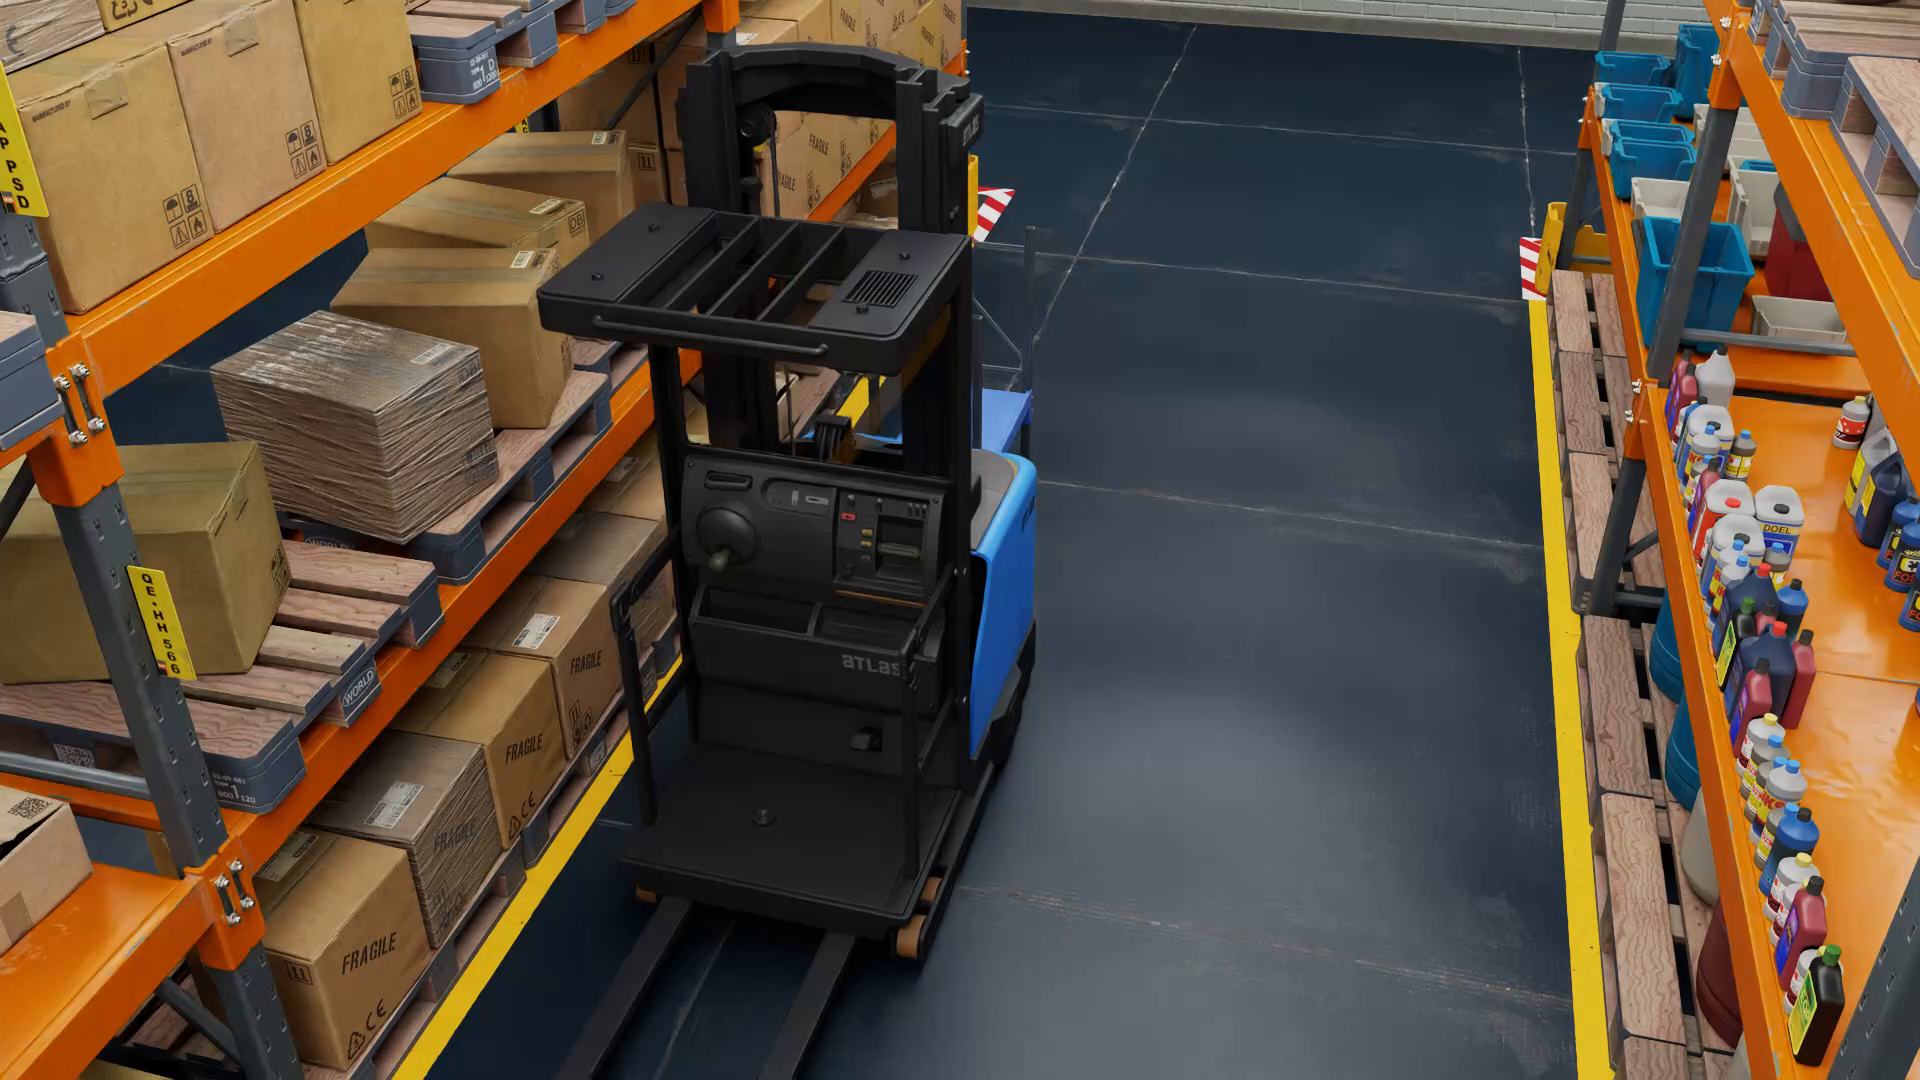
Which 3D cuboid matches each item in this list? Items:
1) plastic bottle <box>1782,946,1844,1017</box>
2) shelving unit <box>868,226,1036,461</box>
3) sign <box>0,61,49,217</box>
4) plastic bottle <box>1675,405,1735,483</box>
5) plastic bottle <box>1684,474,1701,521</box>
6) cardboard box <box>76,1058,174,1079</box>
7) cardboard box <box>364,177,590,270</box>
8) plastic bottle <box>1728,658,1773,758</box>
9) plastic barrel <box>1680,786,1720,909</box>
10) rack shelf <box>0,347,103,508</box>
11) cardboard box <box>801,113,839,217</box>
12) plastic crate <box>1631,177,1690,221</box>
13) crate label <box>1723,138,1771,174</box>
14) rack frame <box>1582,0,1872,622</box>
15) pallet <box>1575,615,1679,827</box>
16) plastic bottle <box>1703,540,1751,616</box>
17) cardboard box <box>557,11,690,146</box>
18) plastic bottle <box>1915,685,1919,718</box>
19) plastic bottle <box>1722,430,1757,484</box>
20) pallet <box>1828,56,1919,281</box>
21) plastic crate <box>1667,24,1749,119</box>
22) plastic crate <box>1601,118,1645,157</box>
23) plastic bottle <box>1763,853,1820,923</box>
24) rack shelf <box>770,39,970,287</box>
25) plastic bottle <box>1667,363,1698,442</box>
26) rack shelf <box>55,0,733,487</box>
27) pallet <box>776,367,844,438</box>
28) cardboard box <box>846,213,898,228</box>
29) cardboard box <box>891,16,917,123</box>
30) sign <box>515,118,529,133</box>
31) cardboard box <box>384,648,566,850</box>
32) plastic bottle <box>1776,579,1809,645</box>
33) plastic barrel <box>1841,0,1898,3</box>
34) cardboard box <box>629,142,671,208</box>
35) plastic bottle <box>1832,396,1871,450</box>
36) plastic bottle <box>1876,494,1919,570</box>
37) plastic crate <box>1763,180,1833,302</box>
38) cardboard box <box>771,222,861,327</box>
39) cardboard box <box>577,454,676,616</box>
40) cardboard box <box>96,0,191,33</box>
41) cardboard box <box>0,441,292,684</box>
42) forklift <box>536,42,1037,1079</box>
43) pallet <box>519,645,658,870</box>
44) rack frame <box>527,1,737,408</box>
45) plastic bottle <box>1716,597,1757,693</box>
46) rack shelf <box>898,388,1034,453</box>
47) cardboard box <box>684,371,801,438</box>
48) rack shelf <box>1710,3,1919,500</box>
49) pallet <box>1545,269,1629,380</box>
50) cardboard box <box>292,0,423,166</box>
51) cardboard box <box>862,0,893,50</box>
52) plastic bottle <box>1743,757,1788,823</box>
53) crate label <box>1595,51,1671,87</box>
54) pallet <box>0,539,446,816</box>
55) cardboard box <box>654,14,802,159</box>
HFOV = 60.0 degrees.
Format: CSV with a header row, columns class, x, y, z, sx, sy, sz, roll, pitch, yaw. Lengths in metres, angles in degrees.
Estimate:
class,x,y,z,sx,sy,sz,roll,pitch,yaw
plastic bottle,2.046,1.055,3.979,0.097,0.201,0.097,0,32,0
shelving unit,-0.022,-0.589,7.778,0.538,1.500,1.048,8,33,12
sign,-1.946,-0.817,3.388,0.100,0.325,0.005,8,33,12
plastic bottle,2.745,-0.348,6.117,0.152,0.276,0.135,8,33,12
plastic bottle,2.640,-0.159,5.890,0.097,0.201,0.097,0,32,0
cardboard box,-2.376,1.672,4.472,0.500,0.311,0.500,9,34,14
cardboard box,-1.916,-1.094,6.690,0.700,0.500,0.500,13,35,20
plastic bottle,2.289,0.485,4.800,0.061,0.283,0.133,8,33,12
plastic barrel,2.760,1.022,5.774,0.421,0.512,0.421,0,32,0
rack shelf,-2.989,0.696,2.233,1.077,0.370,4.000,8,33,12
cardboard box,-0.946,-1.991,8.492,0.500,0.500,0.500,9,33,13
plastic crate,3.475,-1.637,8.219,0.293,0.136,0.466,8,33,12
crate label,4.173,-2.024,8.828,0.396,0.136,0.243,8,33,12
rack frame,3.324,-0.779,6.679,1.000,3.000,0.127,8,33,12
pallet,3.088,0.793,6.806,1.003,0.211,1.213,8,33,12
plastic bottle,2.489,0.121,5.383,0.097,0.271,0.097,0,32,0
cardboard box,-1.588,-2.217,7.916,0.500,0.500,0.500,8,33,13
plastic bottle,2.947,0.384,4.895,0.144,0.351,0.185,8,33,12
plastic bottle,2.871,-0.309,6.126,0.097,0.201,0.097,0,32,0
pallet,2.935,-0.956,4.338,1.003,0.211,1.213,8,33,12
plastic crate,4.435,-2.695,9.605,0.616,0.435,0.499,8,33,12
plastic crate,3.625,-2.178,9.070,0.250,0.136,0.298,8,33,12
plastic bottle,2.129,0.885,4.247,0.097,0.201,0.097,0,32,0
rack shelf,-0.958,-2.189,9.568,1.077,0.370,4.000,8,33,12
plastic bottle,2.785,-0.528,6.393,0.061,0.283,0.133,8,33,12
rack shelf,-1.974,-1.379,5.499,1.077,0.370,4.000,8,33,12
pallet,-1.291,-0.634,9.051,1.003,0.211,1.213,8,33,12
cardboard box,-0.540,-2.007,10.842,0.380,0.166,0.250,8,33,12
cardboard box,-0.561,-2.776,9.727,0.500,0.500,0.500,8,33,13
sign,-1.993,-1.890,7.621,0.100,0.325,0.005,8,33,12
cardboard box,-1.830,0.761,6.178,0.500,0.500,0.500,8,33,12
plastic bottle,2.579,0.242,5.194,0.097,0.271,0.097,0,32,0
plastic barrel,2.948,-2.040,5.349,0.433,0.535,0.433,0,32,0
cardboard box,-1.587,-1.792,8.179,0.500,0.500,0.500,9,33,13
plastic bottle,3.412,-0.454,6.353,0.097,0.201,0.097,0,32,0
plastic bottle,3.191,-0.032,5.624,0.097,0.271,0.097,0,32,0
plastic crate,3.793,-1.260,7.321,0.402,0.464,0.583,8,33,12
cardboard box,-0.994,-1.563,9.829,0.797,0.503,0.637,8,33,12
cardboard box,-1.448,-0.035,7.430,0.500,0.500,0.500,8,33,13
cardboard box,-2.235,-1.600,4.149,0.500,0.500,0.500,8,33,12
cardboard box,-2.430,0.059,4.876,0.700,0.500,0.500,-3,33,-4
forklift,-0.567,0.015,5.494,1.130,2.935,3.031,9,33,13
pallet,-1.943,0.784,6.820,1.003,0.211,1.213,8,33,12
rack frame,-1.466,-1.455,7.743,1.000,3.000,0.127,8,33,12
plastic bottle,2.370,0.320,5.060,0.061,0.283,0.133,8,33,12
rack shelf,-0.022,-0.437,7.874,0.538,0.185,1.000,8,33,12
cardboard box,-1.150,-0.694,8.643,0.500,0.311,0.500,8,33,12
rack shelf,2.817,-0.703,4.435,1.077,0.370,4.000,8,33,12
pallet,4.093,-1.255,10.027,1.003,0.211,1.213,8,33,12
cardboard box,-2.142,-1.453,4.850,0.910,0.500,0.500,8,33,12
cardboard box,-0.683,-2.928,9.035,0.500,0.500,0.500,9,34,14
plastic bottle,2.228,0.683,4.565,0.097,0.201,0.097,0,32,0
crate label,3.958,-2.726,9.842,0.416,0.233,0.303,8,33,12
pallet,-2.377,0.340,5.098,1.213,0.211,1.003,8,33,12
cardboard box,-1.074,-2.125,7.772,0.500,0.500,0.500,9,34,14
